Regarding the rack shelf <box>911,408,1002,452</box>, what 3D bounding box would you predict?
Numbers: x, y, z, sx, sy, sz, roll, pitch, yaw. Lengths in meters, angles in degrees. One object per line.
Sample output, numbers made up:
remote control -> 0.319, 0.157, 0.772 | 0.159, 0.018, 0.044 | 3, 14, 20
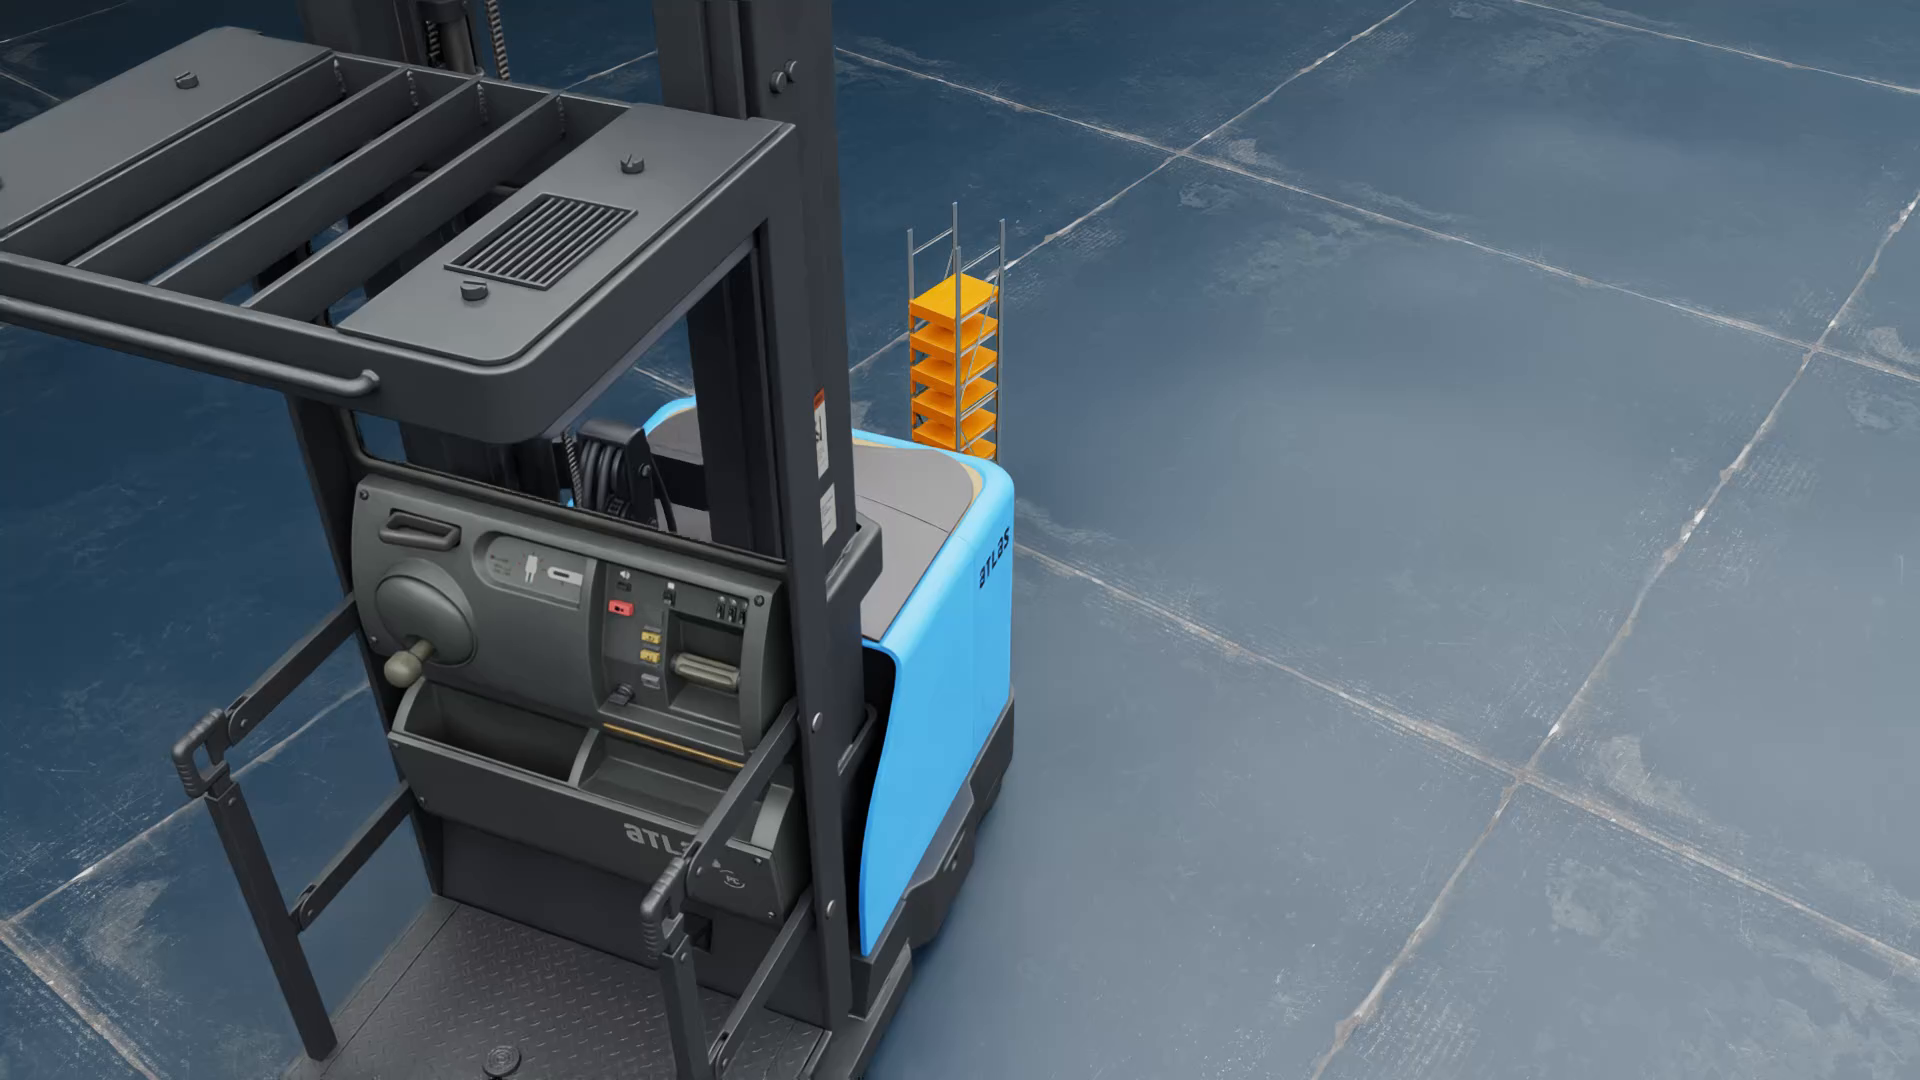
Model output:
rack shelf -> -0.011, -0.348, 5.488 | 0.180, 0.103, 0.258 | 25, 45, 29

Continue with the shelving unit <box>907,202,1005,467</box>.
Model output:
shelving unit -> -0.011, -0.478, 5.387 | 0.189, 1.200, 0.258 | 25, 45, 29

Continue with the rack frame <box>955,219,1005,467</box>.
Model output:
rack frame -> 0.061, -0.444, 5.343 | 0.006, 1.200, 0.240 | 25, 45, 29

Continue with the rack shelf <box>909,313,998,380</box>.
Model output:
rack shelf -> -0.012, -0.632, 5.266 | 0.180, 0.103, 0.258 | 25, 45, 29

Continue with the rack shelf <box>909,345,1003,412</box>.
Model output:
rack shelf -> -0.011, -0.537, 5.340 | 0.180, 0.103, 0.258 | 25, 45, 29

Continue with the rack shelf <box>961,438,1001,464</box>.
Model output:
rack shelf -> -0.011, -0.254, 5.562 | 0.180, 0.103, 0.258 | 25, 45, 29

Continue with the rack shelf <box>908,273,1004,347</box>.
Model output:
rack shelf -> -0.012, -0.726, 5.192 | 0.180, 0.103, 0.258 | 25, 45, 29

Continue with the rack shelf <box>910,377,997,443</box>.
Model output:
rack shelf -> -0.011, -0.443, 5.414 | 0.180, 0.103, 0.258 | 25, 45, 29

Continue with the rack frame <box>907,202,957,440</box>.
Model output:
rack frame -> -0.084, -0.512, 5.431 | 0.006, 1.200, 0.240 | 25, 45, 29

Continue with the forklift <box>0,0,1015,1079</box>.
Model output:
forklift -> -0.864, 0.230, 3.079 | 1.130, 2.935, 3.031 | 14, 40, 17
